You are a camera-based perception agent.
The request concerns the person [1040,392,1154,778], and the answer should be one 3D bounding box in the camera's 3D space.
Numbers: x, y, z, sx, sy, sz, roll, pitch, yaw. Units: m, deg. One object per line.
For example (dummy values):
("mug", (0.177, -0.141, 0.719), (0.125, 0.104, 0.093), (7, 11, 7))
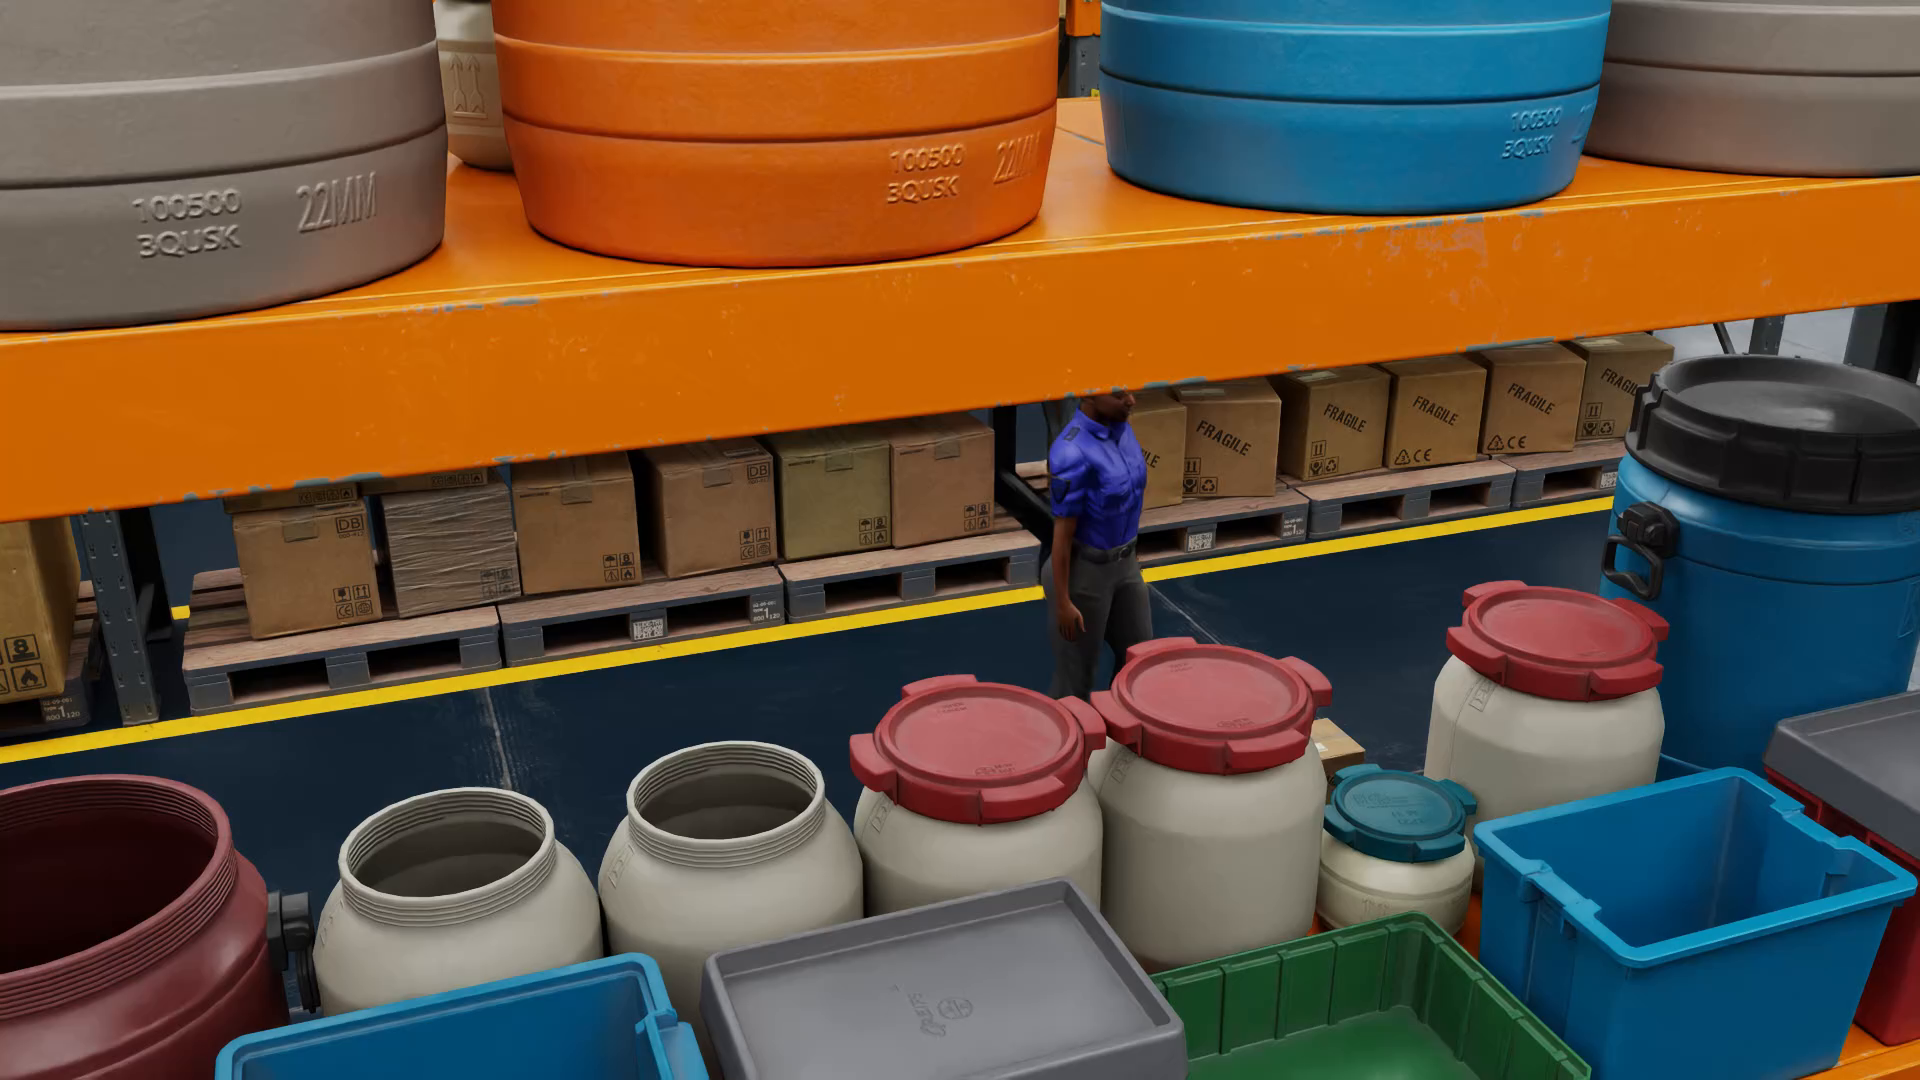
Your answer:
("person", (0.532, 0.177, 5.703), (0.469, 1.711, 0.464), (16, 27, 33))
